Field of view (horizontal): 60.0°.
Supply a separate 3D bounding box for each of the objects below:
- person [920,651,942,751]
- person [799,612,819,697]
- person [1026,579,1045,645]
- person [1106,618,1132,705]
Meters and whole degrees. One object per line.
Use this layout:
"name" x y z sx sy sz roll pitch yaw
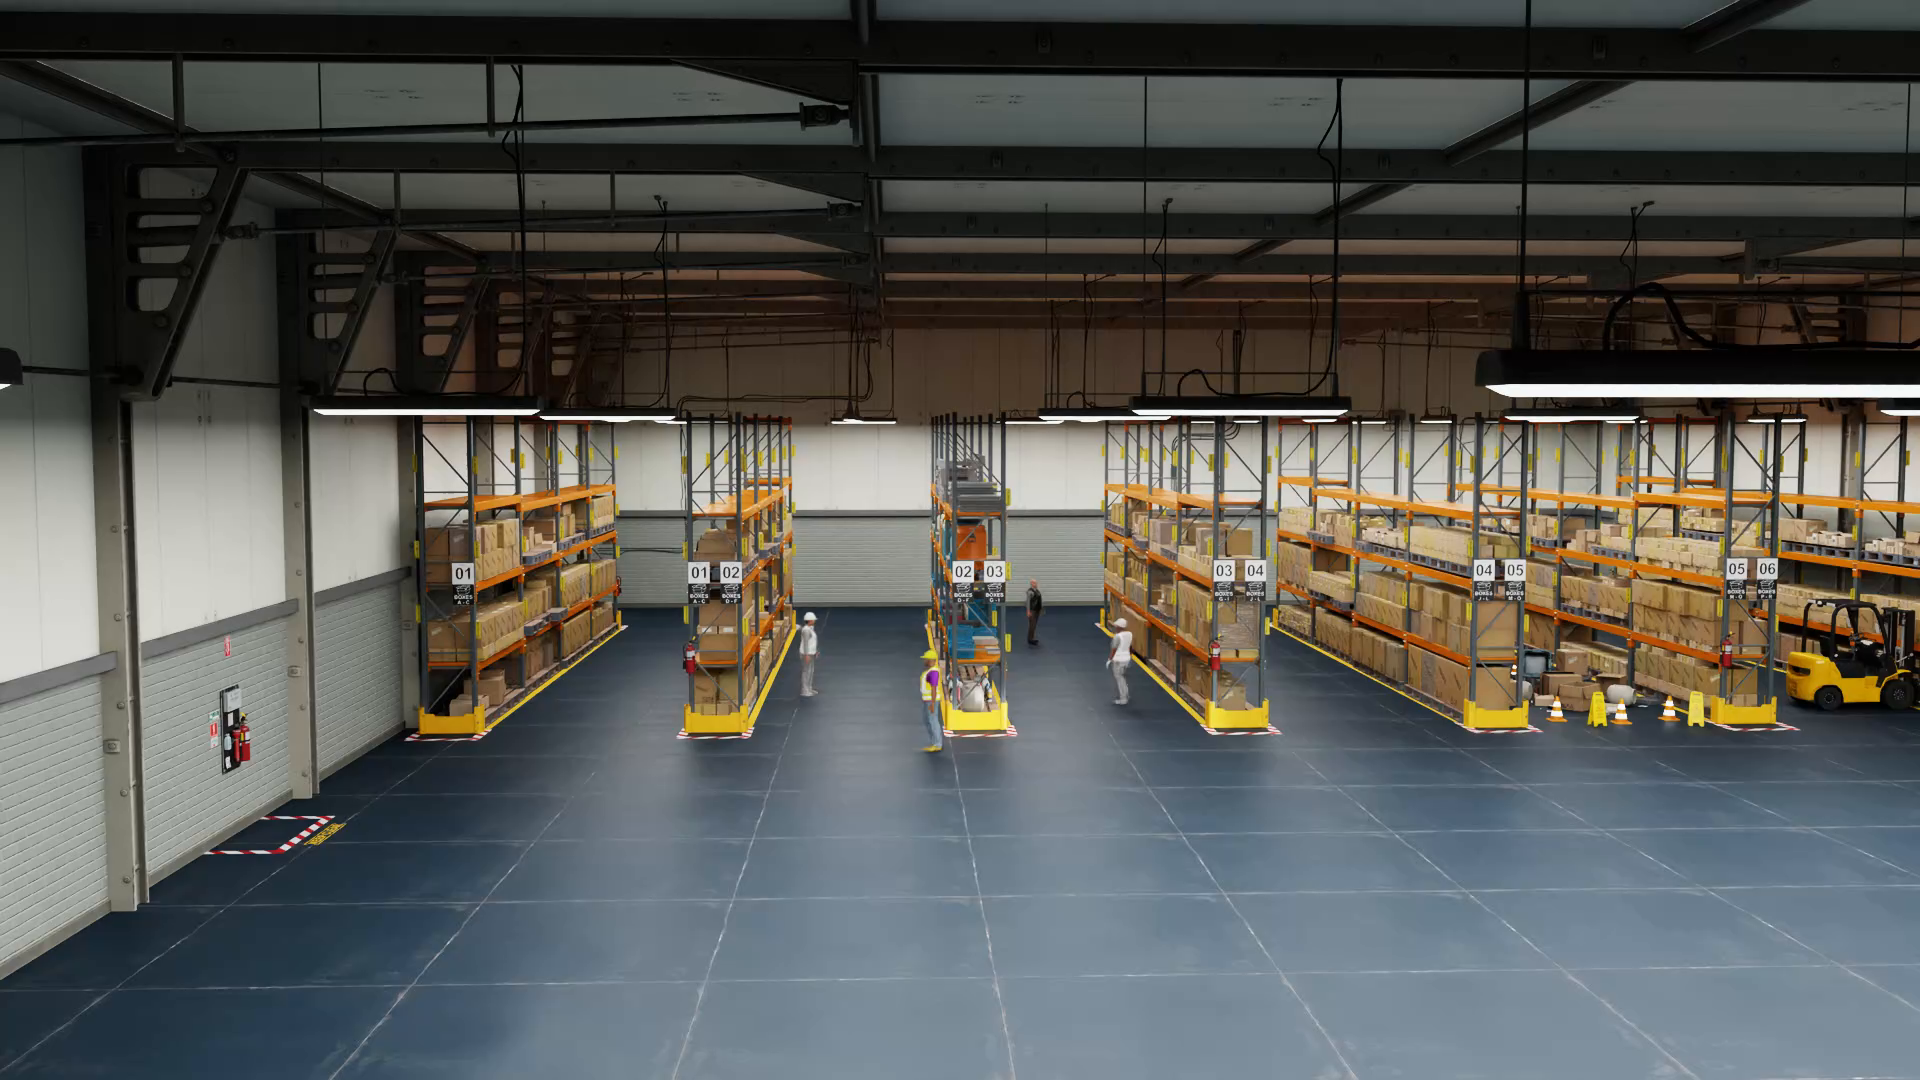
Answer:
"person" -0.513 2.845 29.336 0.366 1.793 0.672 -1 4 -10
"person" -3.225 2.426 35.420 0.403 1.790 0.570 0 4 3
"person" 1.951 1.893 43.836 0.423 1.748 0.587 2 4 27
"person" 3.269 2.504 34.212 0.431 1.813 0.566 3 5 41
